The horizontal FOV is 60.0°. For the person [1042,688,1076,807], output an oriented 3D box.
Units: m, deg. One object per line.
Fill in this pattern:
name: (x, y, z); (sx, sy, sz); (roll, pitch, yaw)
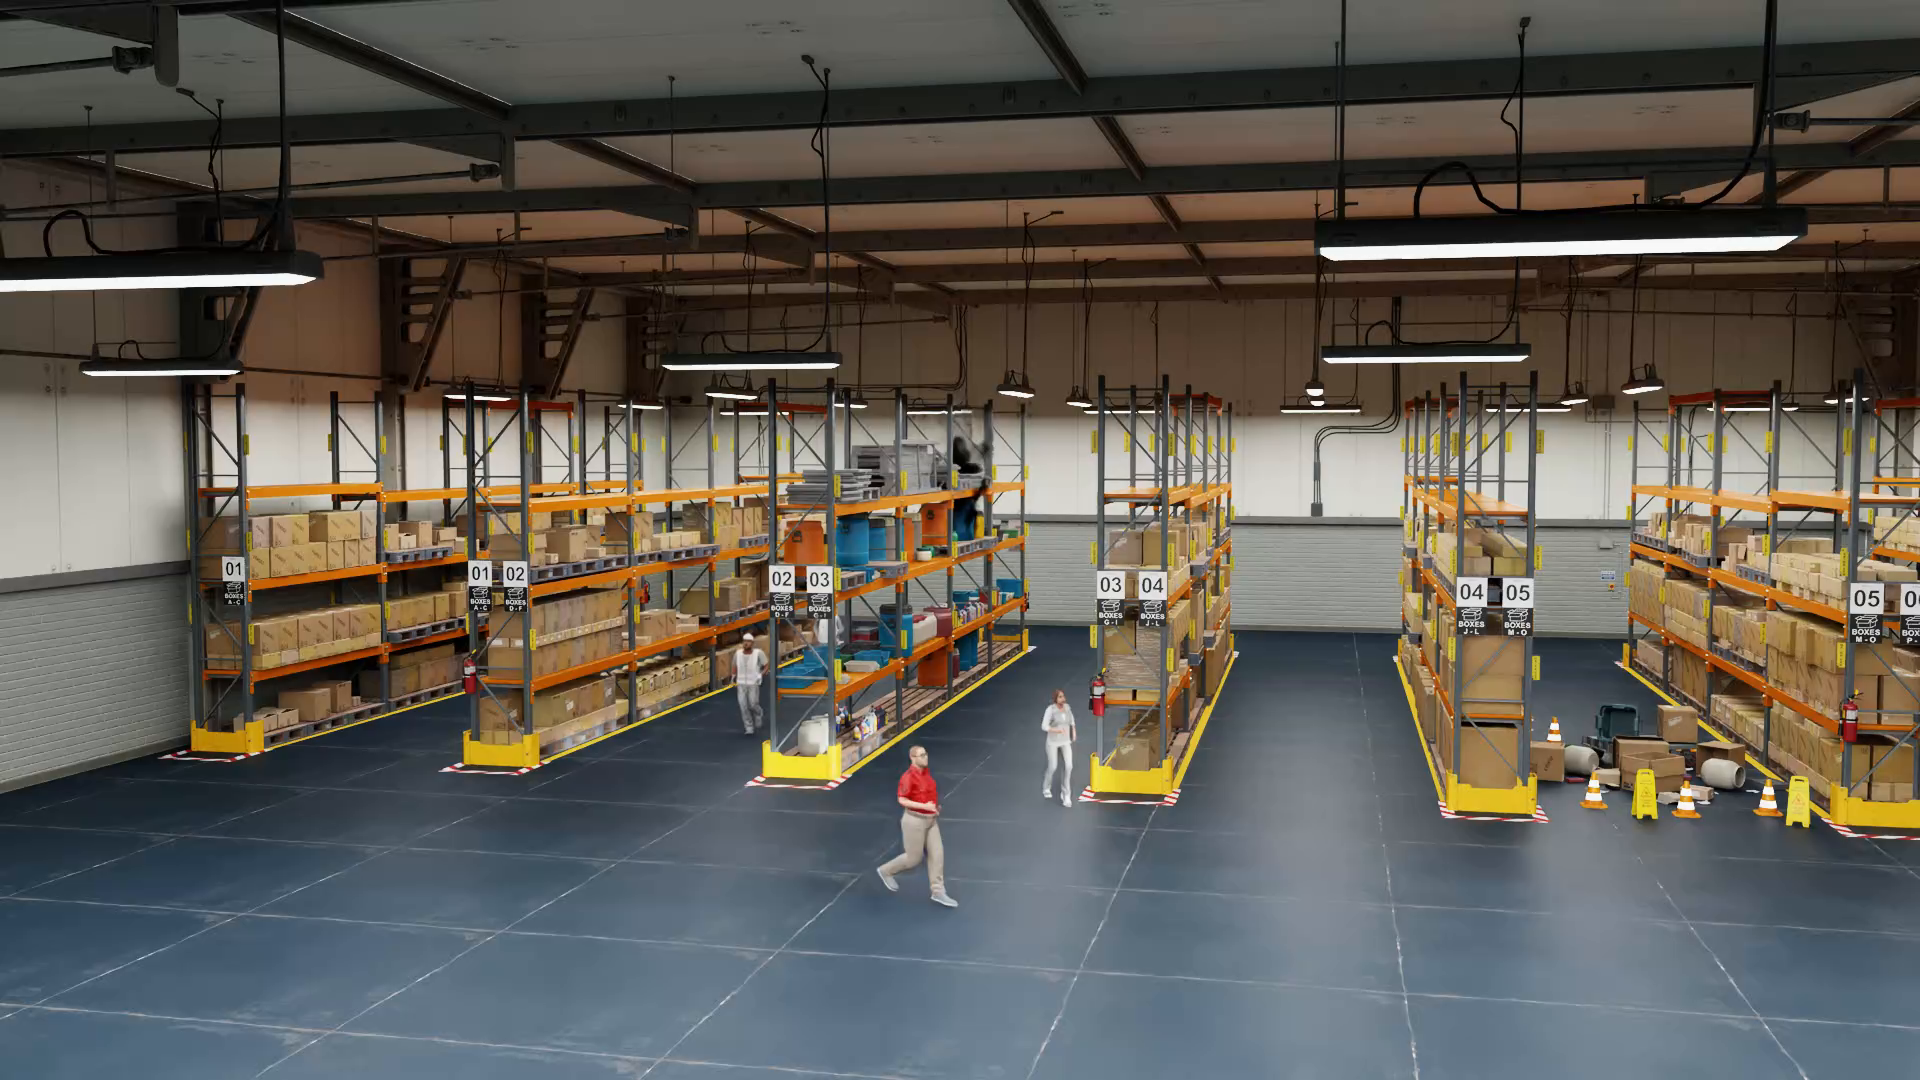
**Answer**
person: (1.383, 2.891, 23.193); (0.557, 1.665, 0.713); (-1, 3, -19)

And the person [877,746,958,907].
person: (-0.455, 3.095, 18.144); (0.954, 1.715, 0.664); (2, 4, 31)

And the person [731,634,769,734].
person: (-3.650, 2.485, 28.792); (0.665, 1.736, 0.590); (1, 3, 9)

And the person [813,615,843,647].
person: (-2.780, 2.140, 34.947); (0.652, 1.729, 0.569); (0, 3, 0)
